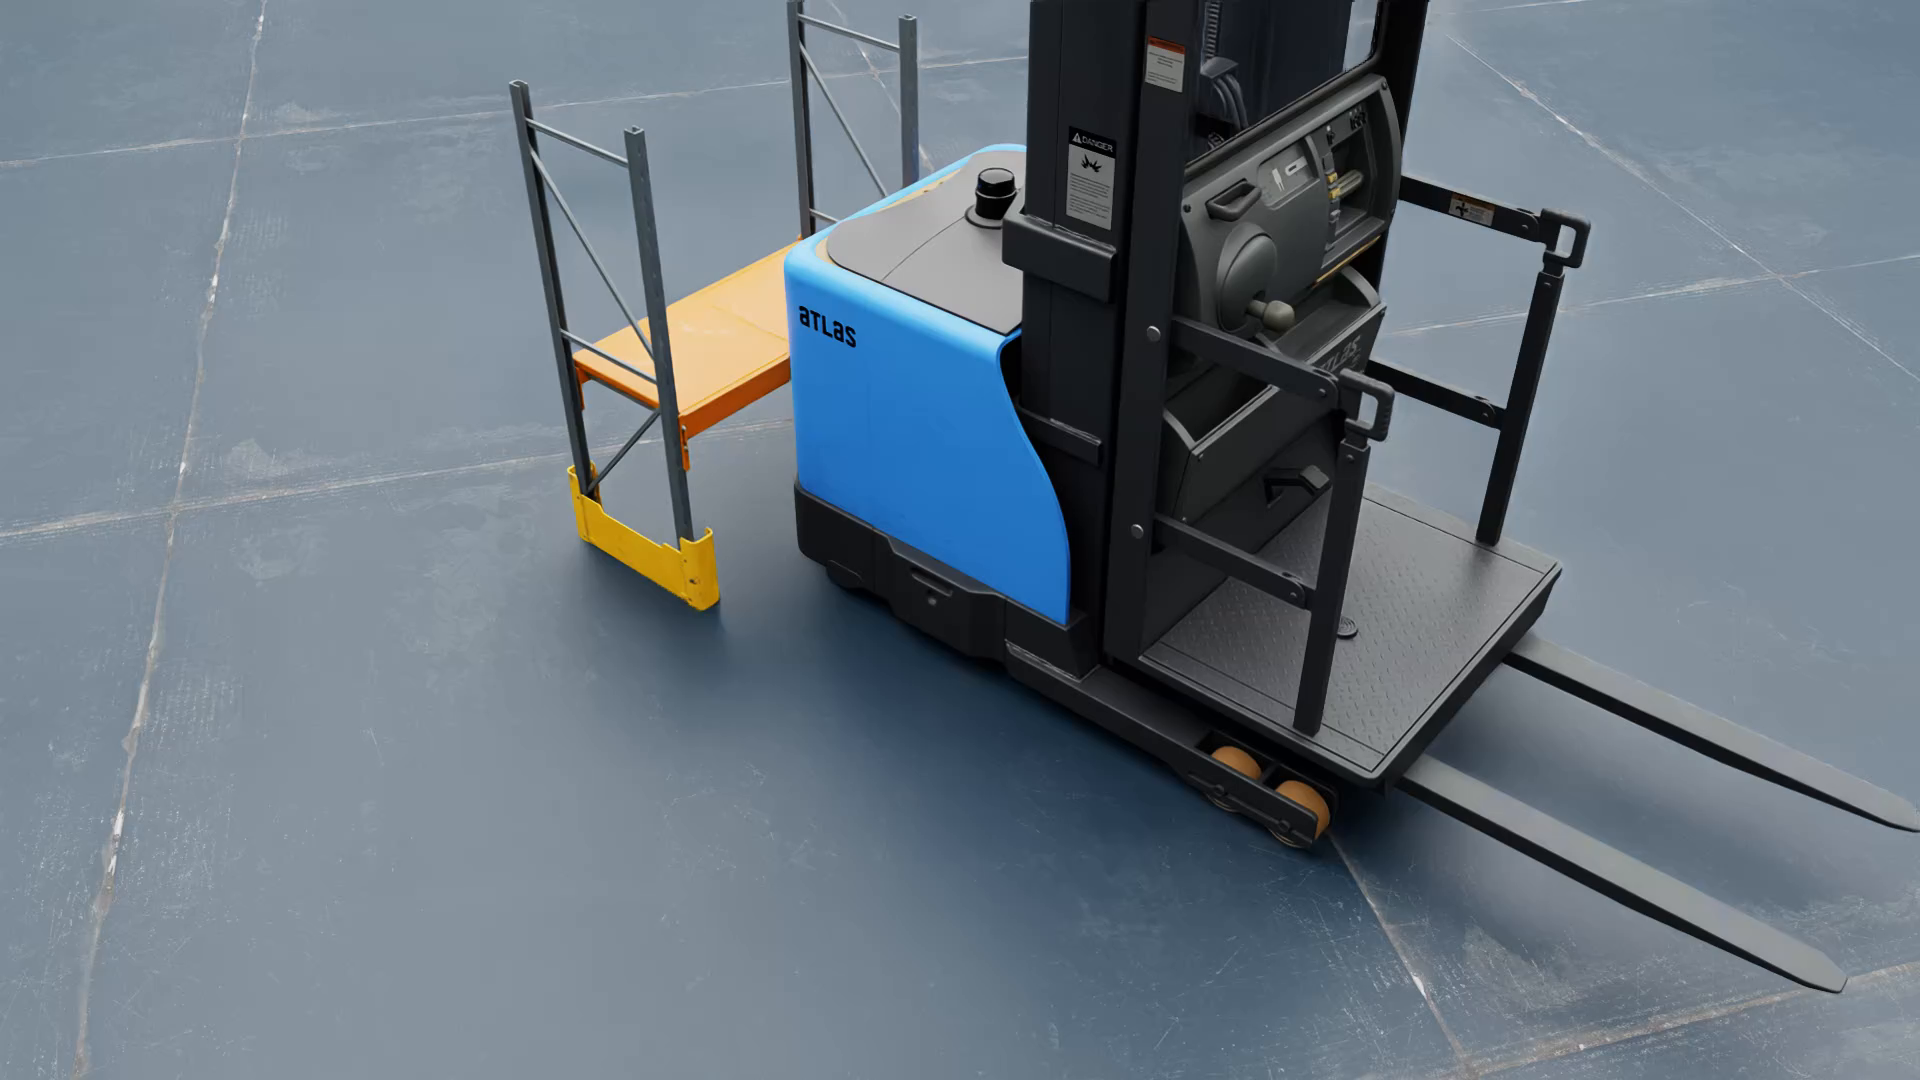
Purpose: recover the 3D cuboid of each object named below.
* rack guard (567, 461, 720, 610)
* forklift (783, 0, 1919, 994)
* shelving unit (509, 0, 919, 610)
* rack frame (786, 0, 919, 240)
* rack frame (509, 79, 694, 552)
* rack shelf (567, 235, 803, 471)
[{"bbox_3d":[-0.967,-0.020,5.070,0.587,0.250,0.087,27,45,31],"label":"rack guard"},{"bbox_3d":[0.956,-0.750,3.818,3.031,2.935,1.130,27,45,31],"label":"forklift"},{"bbox_3d":[-0.645,-0.747,4.992,0.587,1.500,1.083,27,45,31],"label":"shelving unit"},{"bbox_3d":[-0.322,-0.979,5.295,0.500,1.500,0.032,27,45,31],"label":"rack frame"},{"bbox_3d":[-0.980,-0.507,4.679,0.500,1.500,0.032,27,45,31],"label":"rack frame"},{"bbox_3d":[-0.651,-0.600,5.096,0.538,0.185,1.000,27,45,31],"label":"rack shelf"}]
